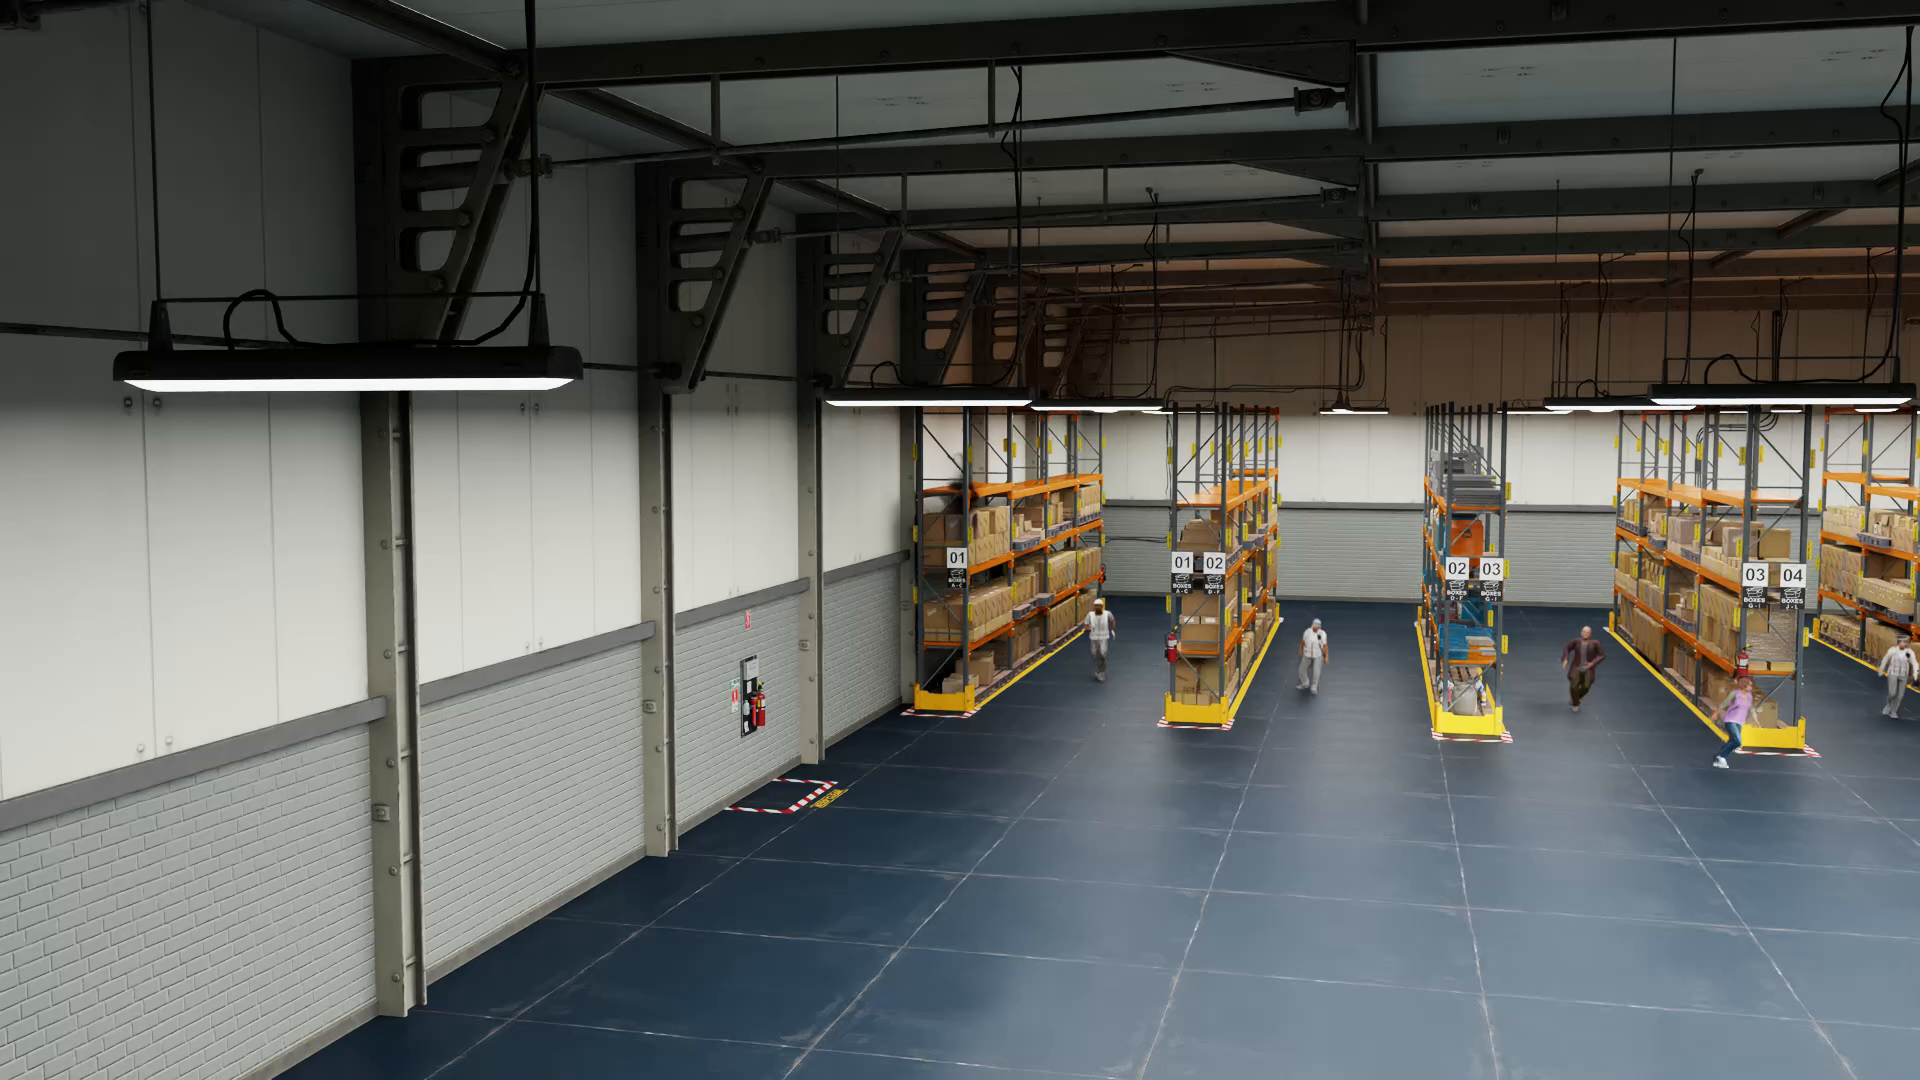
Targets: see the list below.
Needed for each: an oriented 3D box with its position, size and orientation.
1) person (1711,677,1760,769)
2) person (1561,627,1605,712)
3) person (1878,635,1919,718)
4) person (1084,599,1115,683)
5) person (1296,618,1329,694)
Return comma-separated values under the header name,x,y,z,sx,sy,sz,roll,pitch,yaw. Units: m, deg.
name,x,y,z,sx,sy,sz,roll,pitch,yaw
person,12.562,3.018,26.901,0.503,1.424,0.703,-2,5,-23
person,12.136,2.514,32.409,0.799,1.687,0.581,1,4,19
person,17.768,2.588,31.433,0.614,1.629,0.738,1,4,19
person,3.018,2.176,36.023,0.662,1.813,0.824,1,4,10
person,7.290,2.389,34.412,0.760,1.587,0.673,2,5,25
